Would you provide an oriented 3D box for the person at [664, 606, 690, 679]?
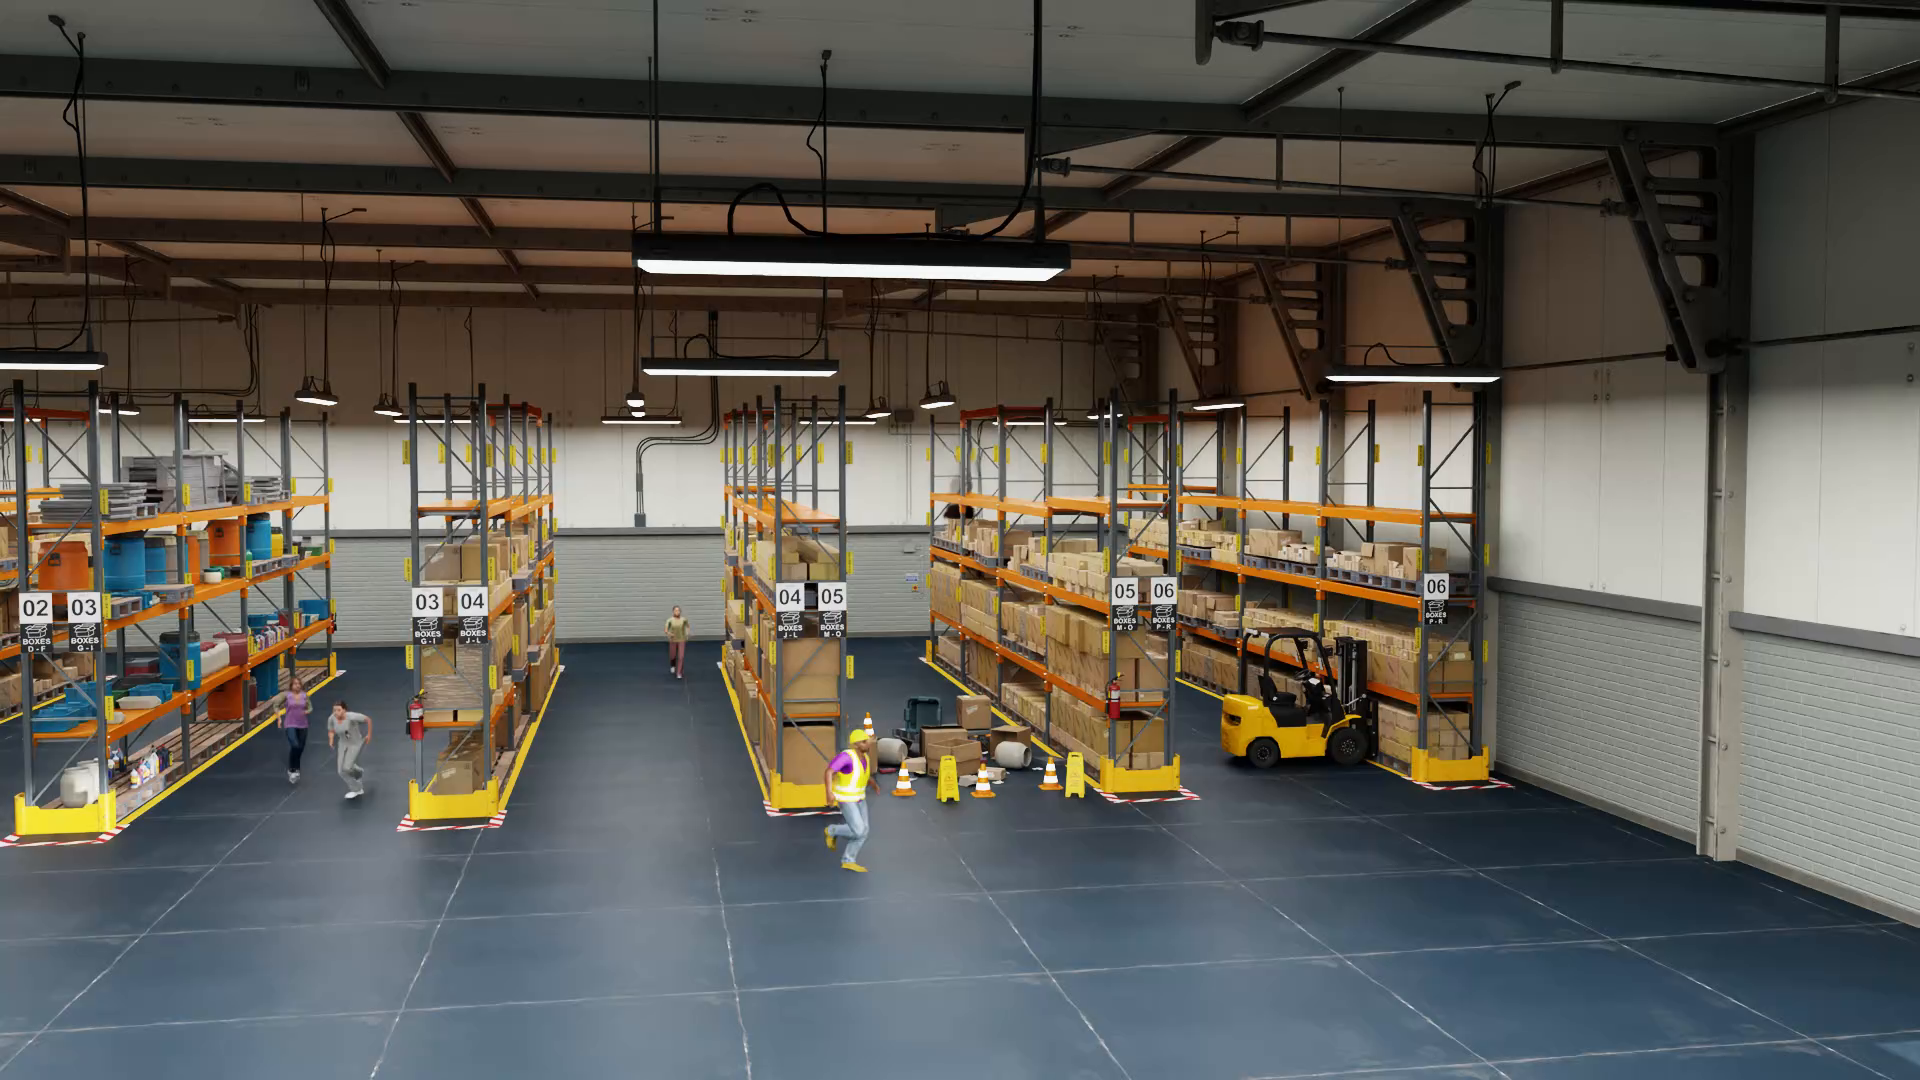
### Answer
[{"bbox_3d":[-6.348,2.291,37.411,0.588,1.628,0.758,-1,3,-14],"label":"person"}]

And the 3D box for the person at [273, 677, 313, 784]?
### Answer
[{"bbox_3d":[-10.204,2.920,25.534,0.505,1.599,0.688,-3,4,-41],"label":"person"}]

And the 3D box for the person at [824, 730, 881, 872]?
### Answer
[{"bbox_3d":[-1.319,3.143,20.112,0.688,1.714,0.744,2,3,32],"label":"person"}]

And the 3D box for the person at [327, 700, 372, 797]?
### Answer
[{"bbox_3d":[-8.874,3.035,24.203,0.585,1.496,0.766,0,3,7],"label":"person"}]
